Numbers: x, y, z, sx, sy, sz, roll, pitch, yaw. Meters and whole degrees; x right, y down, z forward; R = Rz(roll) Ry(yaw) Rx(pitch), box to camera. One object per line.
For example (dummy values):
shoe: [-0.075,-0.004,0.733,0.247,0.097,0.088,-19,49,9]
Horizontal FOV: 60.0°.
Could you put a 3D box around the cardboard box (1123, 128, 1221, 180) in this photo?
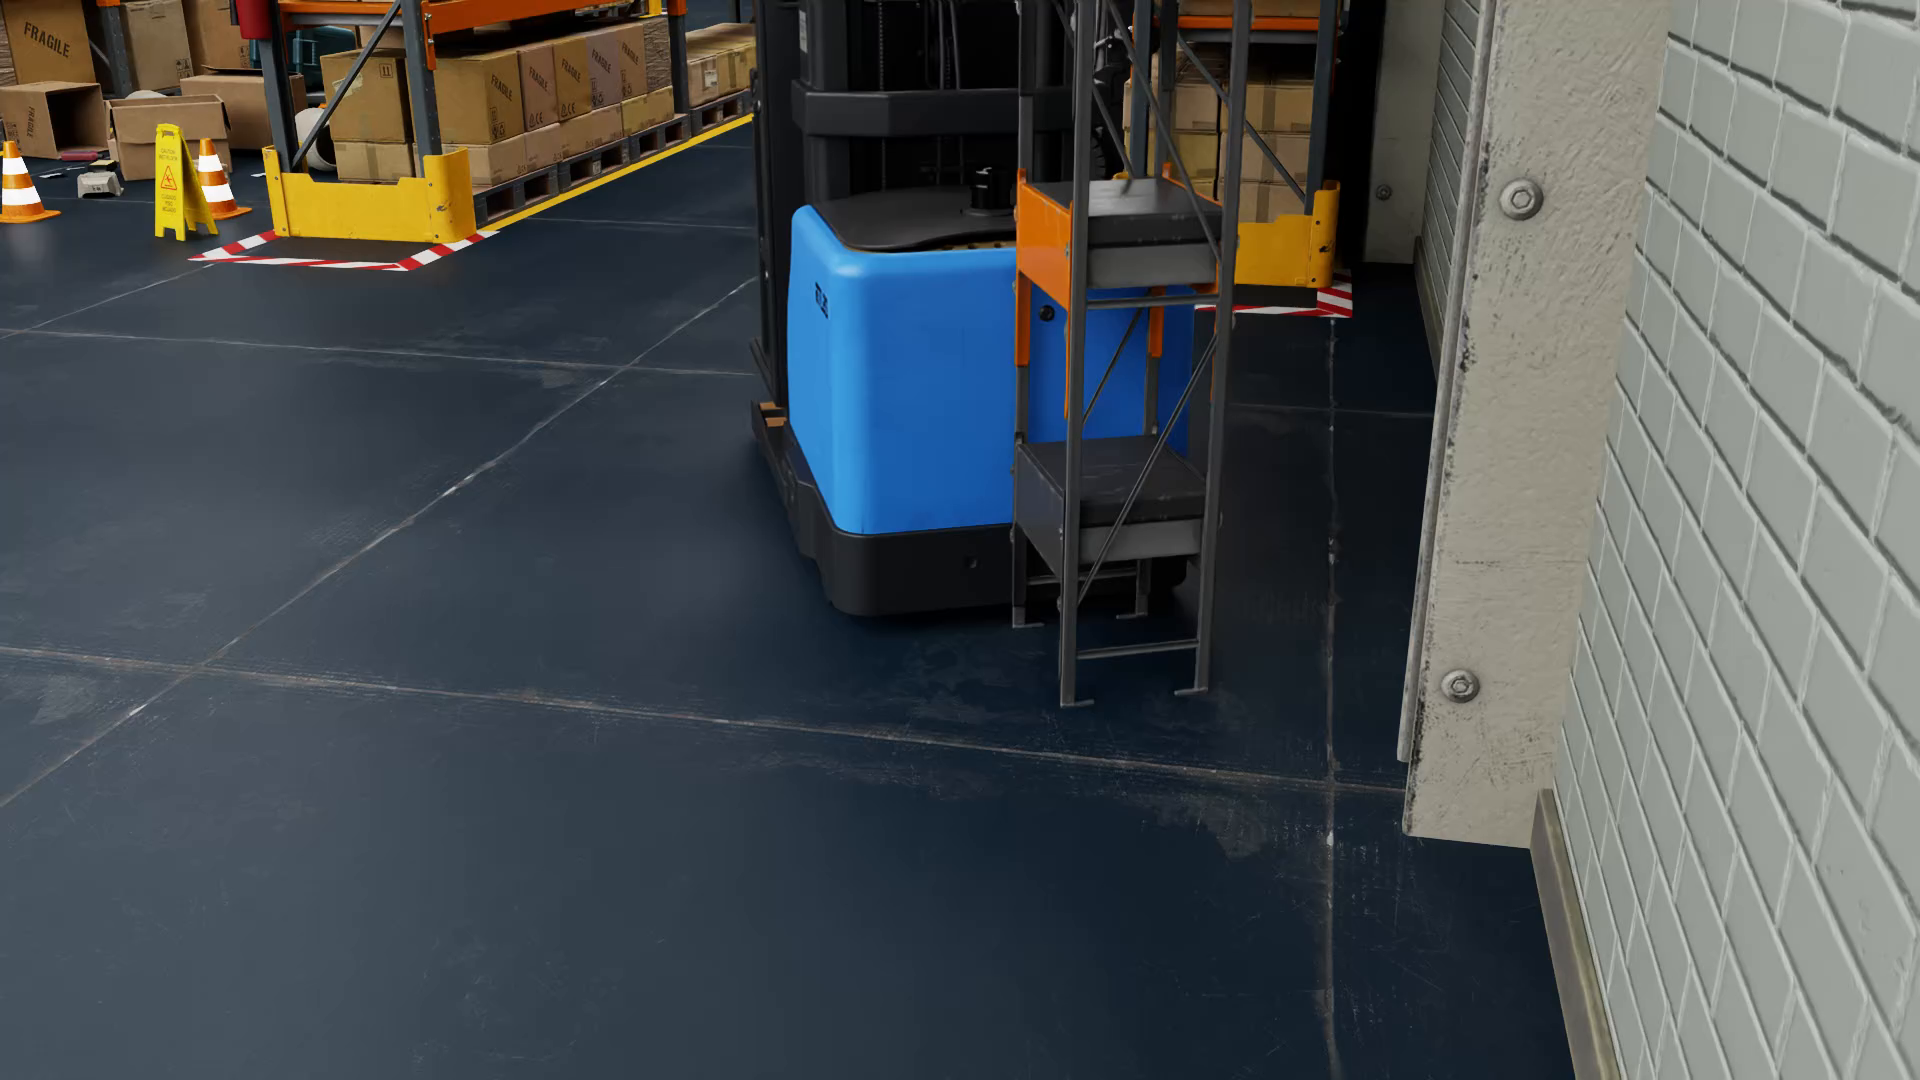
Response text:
cardboard box: [1.176,-2.155,9.138,0.500,0.250,0.500,4,22,10]

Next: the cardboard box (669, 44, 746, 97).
cardboard box: [-2.414,-4.073,14.406,0.950,0.372,0.625,6,23,14]

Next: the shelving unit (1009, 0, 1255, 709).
shelving unit: [0.400,-0.647,4.150,0.431,2.100,0.503,-5,22,-12]

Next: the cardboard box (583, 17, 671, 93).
cardboard box: [-2.519,-3.672,12.571,0.500,0.500,0.500,4,22,10]

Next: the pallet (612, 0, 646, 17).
pallet: [-5.295,-7.755,24.326,1.003,0.211,1.213,4,22,11]

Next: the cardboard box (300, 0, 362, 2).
cardboard box: [-3.611,-3.215,9.658,0.380,0.149,0.250,5,23,13]

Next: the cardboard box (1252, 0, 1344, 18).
cardboard box: [1.755,-3.008,8.674,0.500,0.500,0.500,5,23,13]

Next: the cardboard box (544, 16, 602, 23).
cardboard box: [-3.046,-3.714,12.674,0.500,0.500,0.500,6,23,13]

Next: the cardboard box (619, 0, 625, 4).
cardboard box: [-5.074,-7.843,24.066,0.380,0.149,0.250,4,22,11]

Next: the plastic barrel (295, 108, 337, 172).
plastic barrel: [-4.538,-2.855,11.875,0.421,0.421,0.512,-16,27,-35]

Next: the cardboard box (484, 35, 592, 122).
cardboard box: [-2.825,-3.103,11.158,0.500,0.500,0.500,5,22,12]

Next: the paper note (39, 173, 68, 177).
paper note: [-6.371,-2.570,11.696,0.144,0.017,0.142,13,25,29]

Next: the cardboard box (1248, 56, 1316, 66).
cardboard box: [1.877,-2.711,9.851,0.500,0.250,0.500,4,22,11]

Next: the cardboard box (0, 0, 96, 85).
cardboard box: [-7.725,-3.967,13.469,0.875,0.875,0.875,5,22,12]

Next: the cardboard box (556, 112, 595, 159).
cardboard box: [-2.832,-2.759,11.307,0.500,0.250,0.500,6,23,15]

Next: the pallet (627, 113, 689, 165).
pallet: [-2.764,-3.100,12.768,1.003,0.211,1.213,4,22,11]

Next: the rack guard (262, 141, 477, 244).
rack guard: [-3.462,-2.047,9.767,1.175,0.500,0.348,4,22,11]

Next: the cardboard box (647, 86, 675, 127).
cardboard box: [-2.519,-3.324,12.711,0.500,0.250,0.500,5,23,13]

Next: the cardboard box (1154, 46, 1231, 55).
cardboard box: [1.473,-2.934,10.404,0.500,0.250,0.500,4,22,10]

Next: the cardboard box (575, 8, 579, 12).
cardboard box: [-5.429,-7.279,22.665,0.380,0.149,0.250,4,22,9]

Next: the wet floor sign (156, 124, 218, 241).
wet floor sign: [-4.564,-2.099,9.701,0.267,0.644,0.232,13,25,29]

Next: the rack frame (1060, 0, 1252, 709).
rack frame: [0.455,-0.558,3.929,0.400,2.100,0.015,-5,22,-12]

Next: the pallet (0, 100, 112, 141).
pallet: [-7.760,-3.416,13.554,1.003,0.211,1.213,4,22,11]

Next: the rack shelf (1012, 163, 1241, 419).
rack shelf: [0.400,-0.635,4.155,0.431,0.518,0.480,-5,22,-12]

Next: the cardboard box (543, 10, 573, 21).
cardboard box: [-3.130,-3.973,12.451,0.380,0.149,0.250,5,22,12]

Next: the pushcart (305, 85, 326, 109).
pushcart: [-4.904,-3.581,13.739,1.648,0.377,0.936,-3,22,-8]

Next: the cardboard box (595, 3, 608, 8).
cardboard box: [-5.178,-7.555,23.351,0.380,0.149,0.250,5,22,12]

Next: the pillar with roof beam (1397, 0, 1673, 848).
pillar with roof beam: [-3.032,-3.904,3.002,9.100,9.000,0.400,4,22,11]

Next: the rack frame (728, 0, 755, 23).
rack frame: [-1.845,-6.105,16.496,1.000,3.000,0.127,4,22,11]

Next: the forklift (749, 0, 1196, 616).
forklift: [-0.164,-1.667,5.568,1.130,2.935,3.031,-5,22,-12]

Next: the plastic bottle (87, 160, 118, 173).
plastic bottle: [-6.148,-2.685,11.938,0.133,0.061,0.283,-3,22,-8]

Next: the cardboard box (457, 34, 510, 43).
cardboard box: [-3.356,-3.134,11.235,0.500,0.500,0.500,4,22,10]

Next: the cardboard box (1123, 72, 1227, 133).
cardboard box: [1.171,-2.377,9.021,0.500,0.250,0.500,5,23,13]

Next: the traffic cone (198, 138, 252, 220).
traffic cone: [-4.653,-2.258,10.340,0.336,0.463,0.334,4,22,11]

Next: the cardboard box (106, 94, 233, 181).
cardboard box: [-5.598,-2.856,11.772,0.797,0.503,0.637,-11,25,-26]

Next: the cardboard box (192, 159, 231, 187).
cardboard box: [-5.188,-2.489,11.336,0.380,0.149,0.250,18,28,38]

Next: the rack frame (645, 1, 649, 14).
rack frame: [-5.079,-9.371,24.606,1.000,3.000,0.127,4,22,11]

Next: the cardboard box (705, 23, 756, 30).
cardboard box: [-1.970,-4.875,16.397,0.950,0.372,0.625,3,22,7]

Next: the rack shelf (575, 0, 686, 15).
rack shelf: [-2.253,-5.039,14.814,1.077,0.370,4.000,4,22,11]

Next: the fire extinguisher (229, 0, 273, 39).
fire extinguisher: [-3.952,-3.136,9.229,0.296,0.674,0.183,4,22,11]

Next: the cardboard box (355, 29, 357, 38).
cardboard box: [-6.833,-5.741,18.377,0.500,0.500,0.500,4,22,11]

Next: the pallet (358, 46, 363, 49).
pallet: [-6.551,-5.437,18.571,1.003,0.211,1.213,4,22,11]

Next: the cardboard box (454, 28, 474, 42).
cardboard box: [-3.450,-3.387,10.995,0.380,0.149,0.250,5,23,13]
